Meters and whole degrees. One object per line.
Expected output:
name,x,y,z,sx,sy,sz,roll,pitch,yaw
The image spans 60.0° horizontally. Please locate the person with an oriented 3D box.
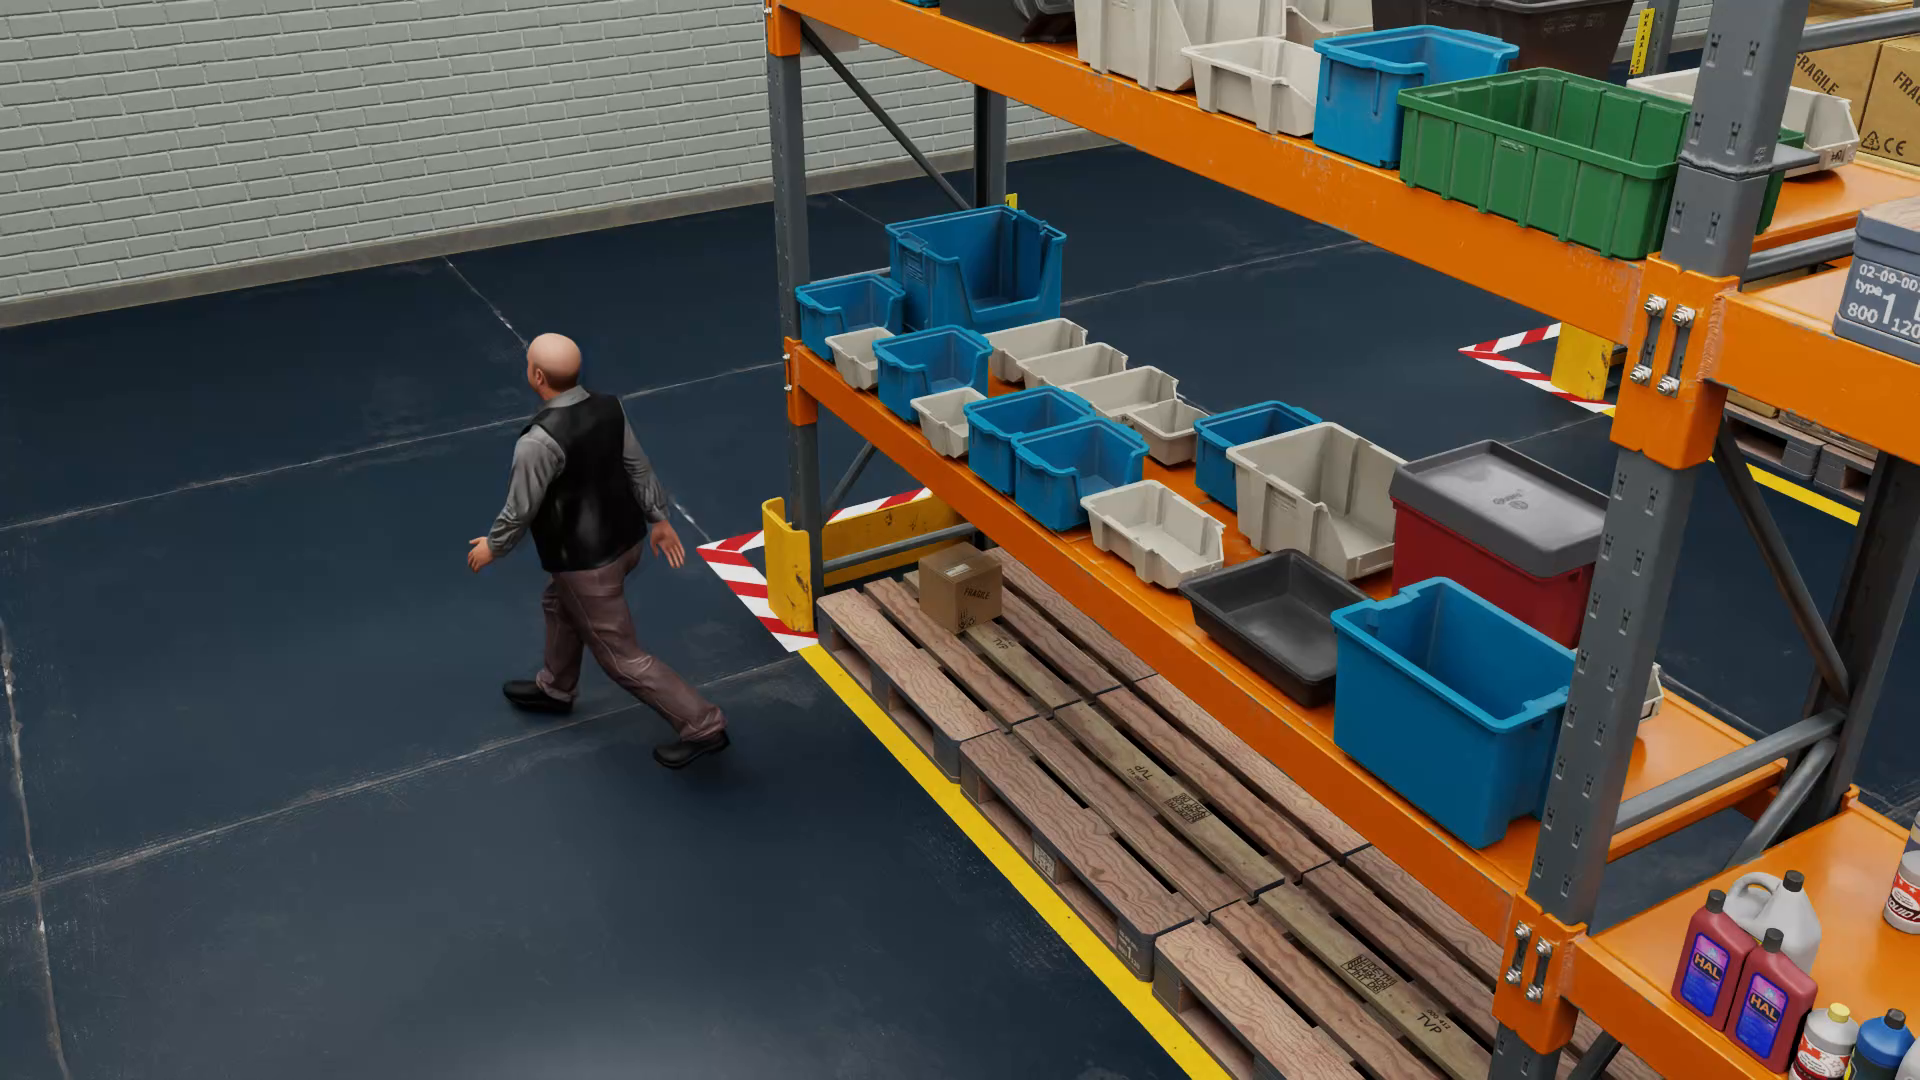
person,-1.352,0.076,6.193,1.117,1.567,0.597,11,31,20
